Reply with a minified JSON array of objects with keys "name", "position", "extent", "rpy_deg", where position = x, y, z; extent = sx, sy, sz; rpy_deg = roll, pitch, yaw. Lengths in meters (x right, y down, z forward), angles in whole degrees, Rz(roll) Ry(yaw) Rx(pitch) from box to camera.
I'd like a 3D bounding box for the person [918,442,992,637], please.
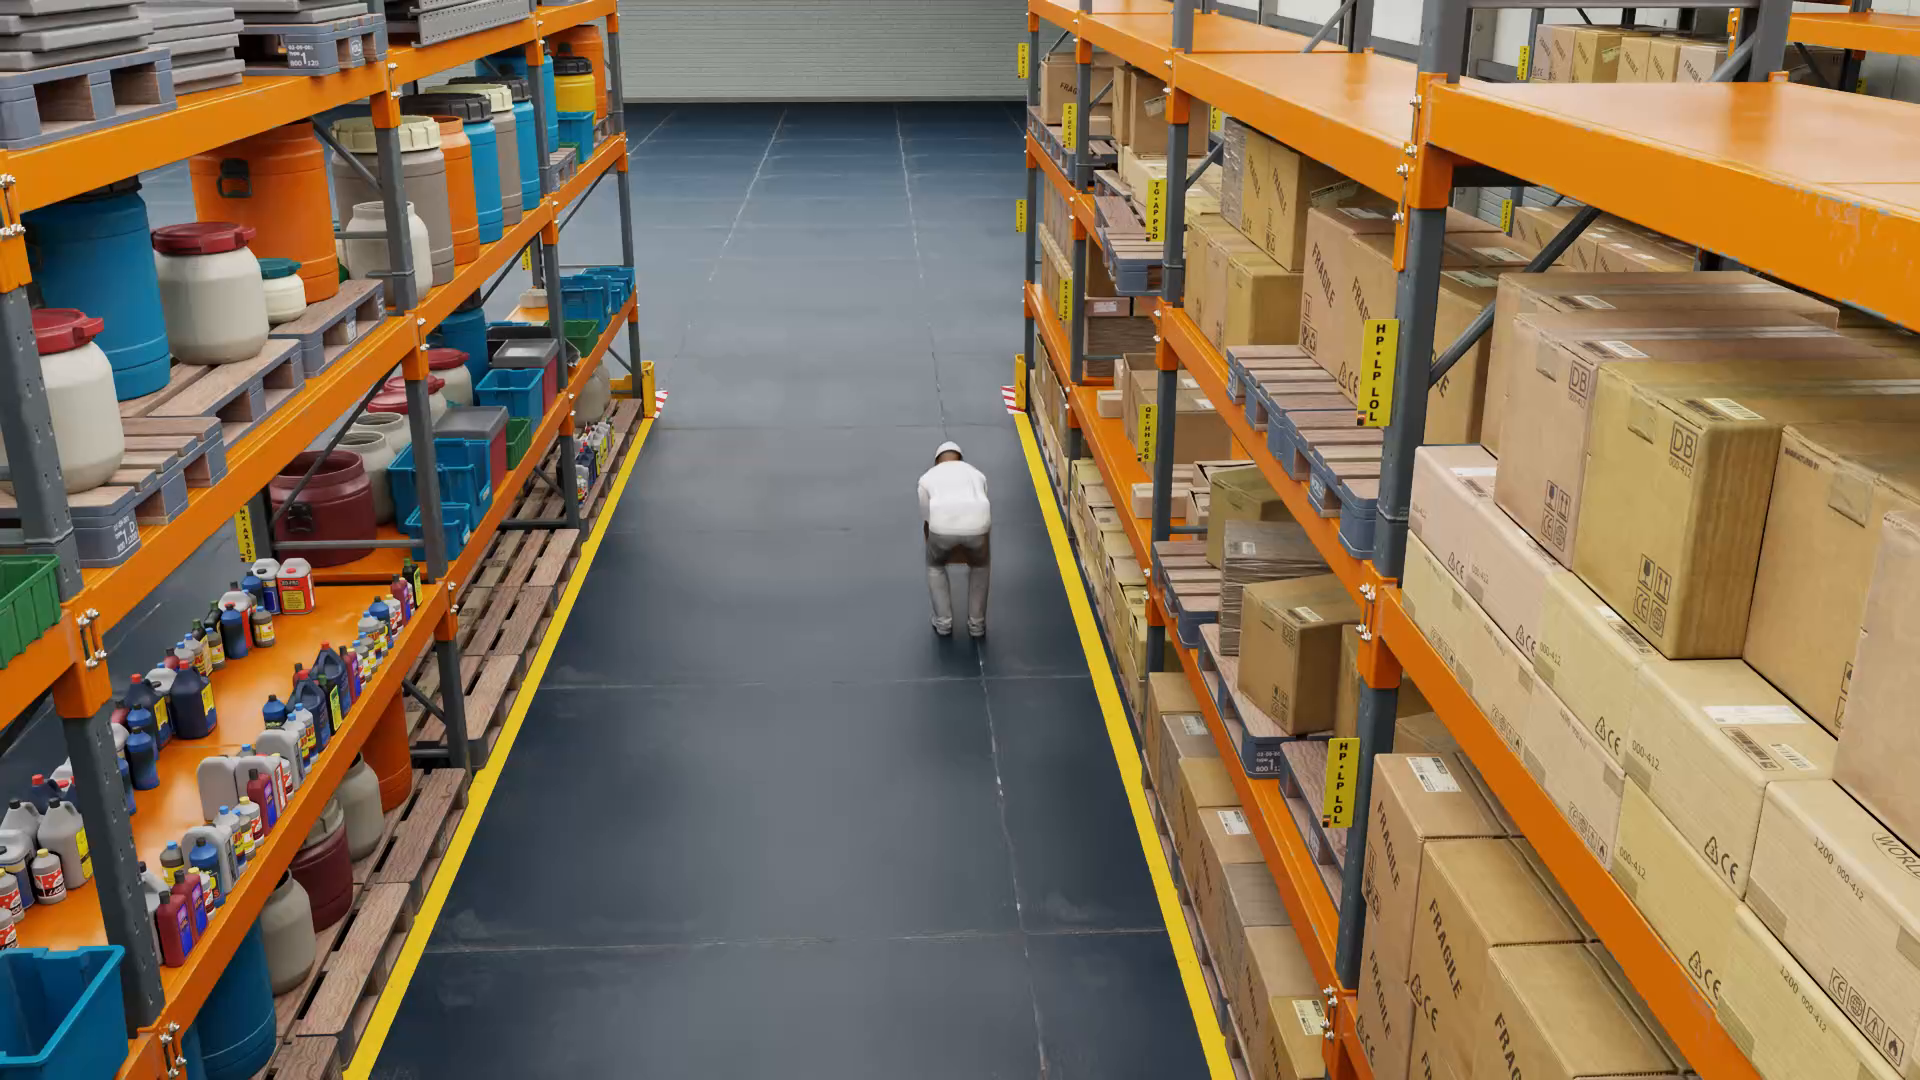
[{"name":"person","position":[-0.043,-0.002,11.817],"extent":[0.498,1.231,0.945],"rpy_deg":[-2,20,-5]}]
